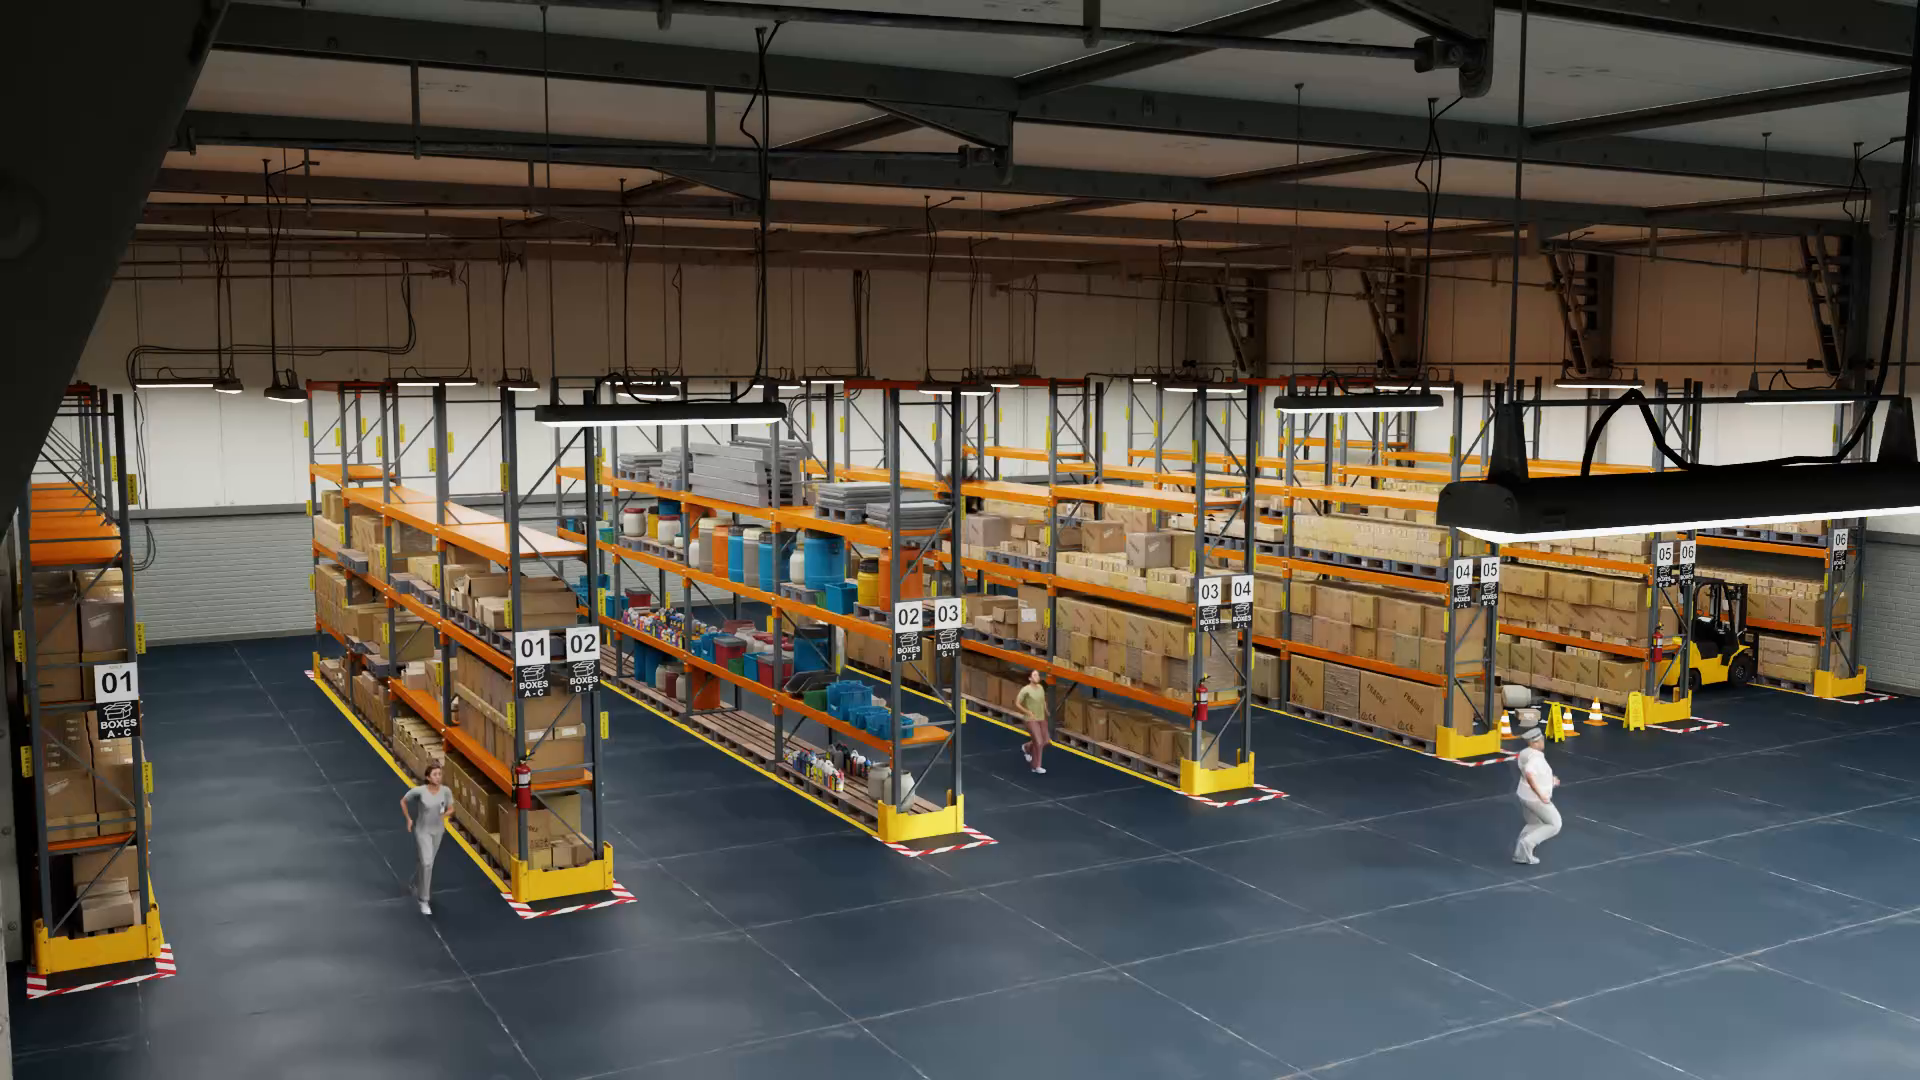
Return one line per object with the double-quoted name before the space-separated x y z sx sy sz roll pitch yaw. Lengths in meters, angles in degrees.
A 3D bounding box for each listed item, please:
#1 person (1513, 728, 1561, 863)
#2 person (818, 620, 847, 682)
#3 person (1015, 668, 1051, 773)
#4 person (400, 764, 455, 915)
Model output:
"person" 7.316 3.235 20.990 0.597 1.729 0.661 0 6 -4
"person" -2.364 1.951 30.896 0.650 1.618 0.589 -5 8 -37
"person" 1.119 2.783 25.785 0.580 1.619 0.609 -5 8 -38
"person" -6.217 3.457 19.489 0.561 1.710 0.791 -5 8 -41
